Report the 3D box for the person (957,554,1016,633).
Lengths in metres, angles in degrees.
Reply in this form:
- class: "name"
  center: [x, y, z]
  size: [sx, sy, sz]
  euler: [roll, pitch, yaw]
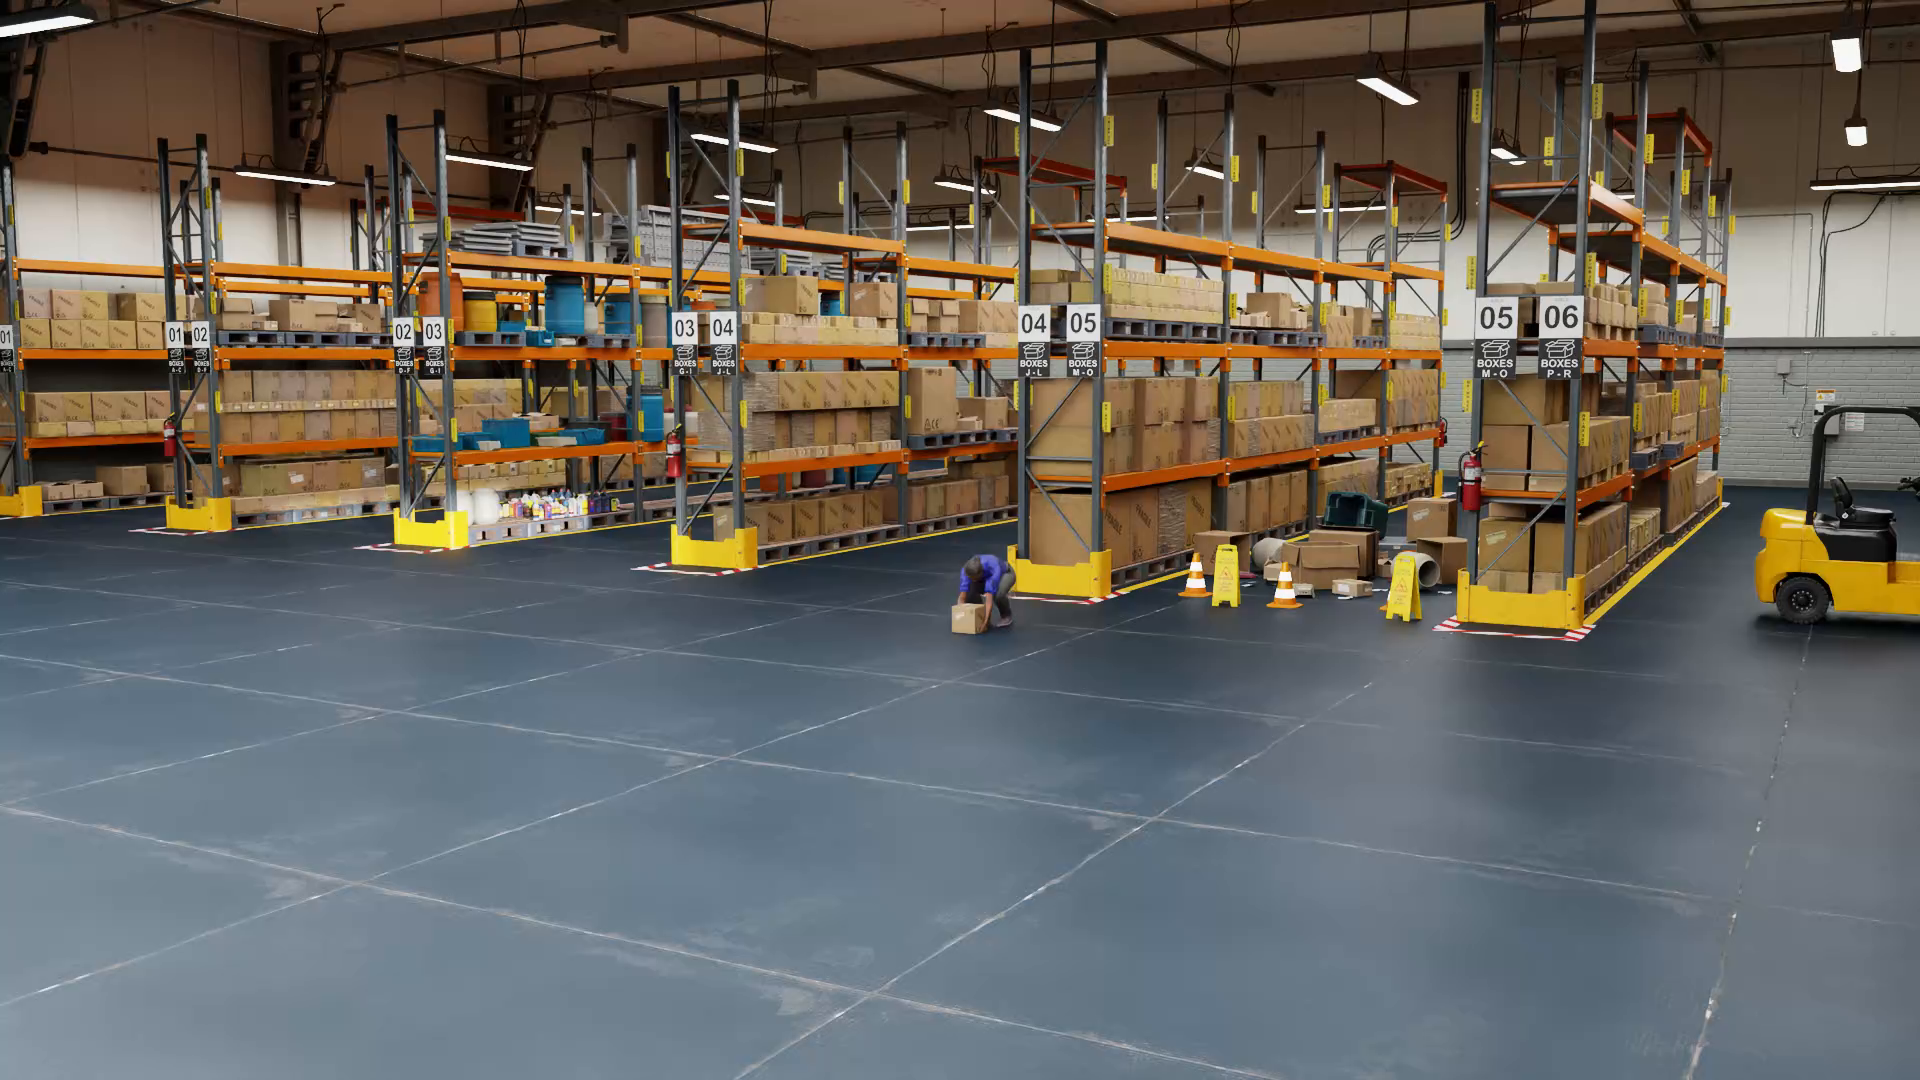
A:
- class: "person"
  center: [0.251, 0.495, 16.207]
  size: [0.457, 0.744, 0.862]
  euler: [3, 7, 27]
